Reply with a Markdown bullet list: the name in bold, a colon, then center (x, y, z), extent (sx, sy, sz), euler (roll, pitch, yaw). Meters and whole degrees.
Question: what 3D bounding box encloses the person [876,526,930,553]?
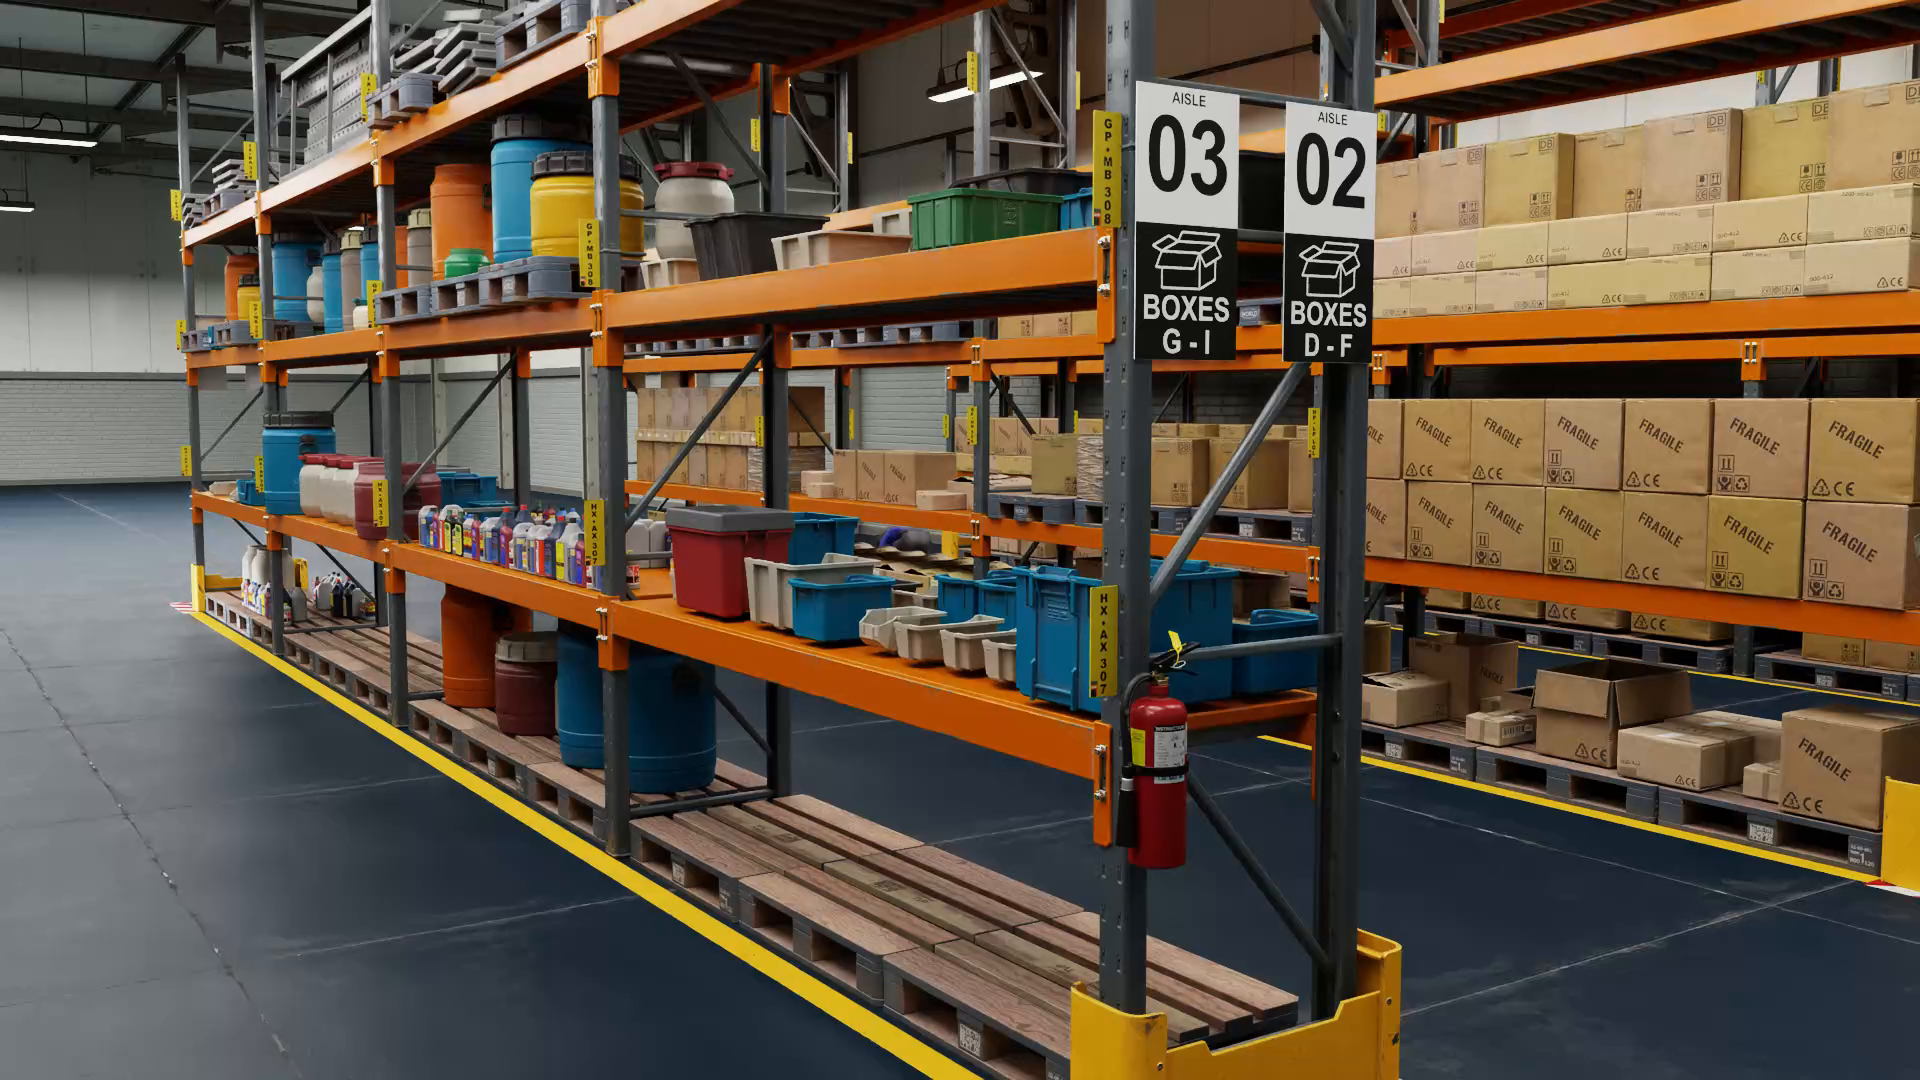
- **person**: center (-0.707, 0.249, 19.352), extent (0.465, 0.864, 0.866), euler (-4, 6, -36)
